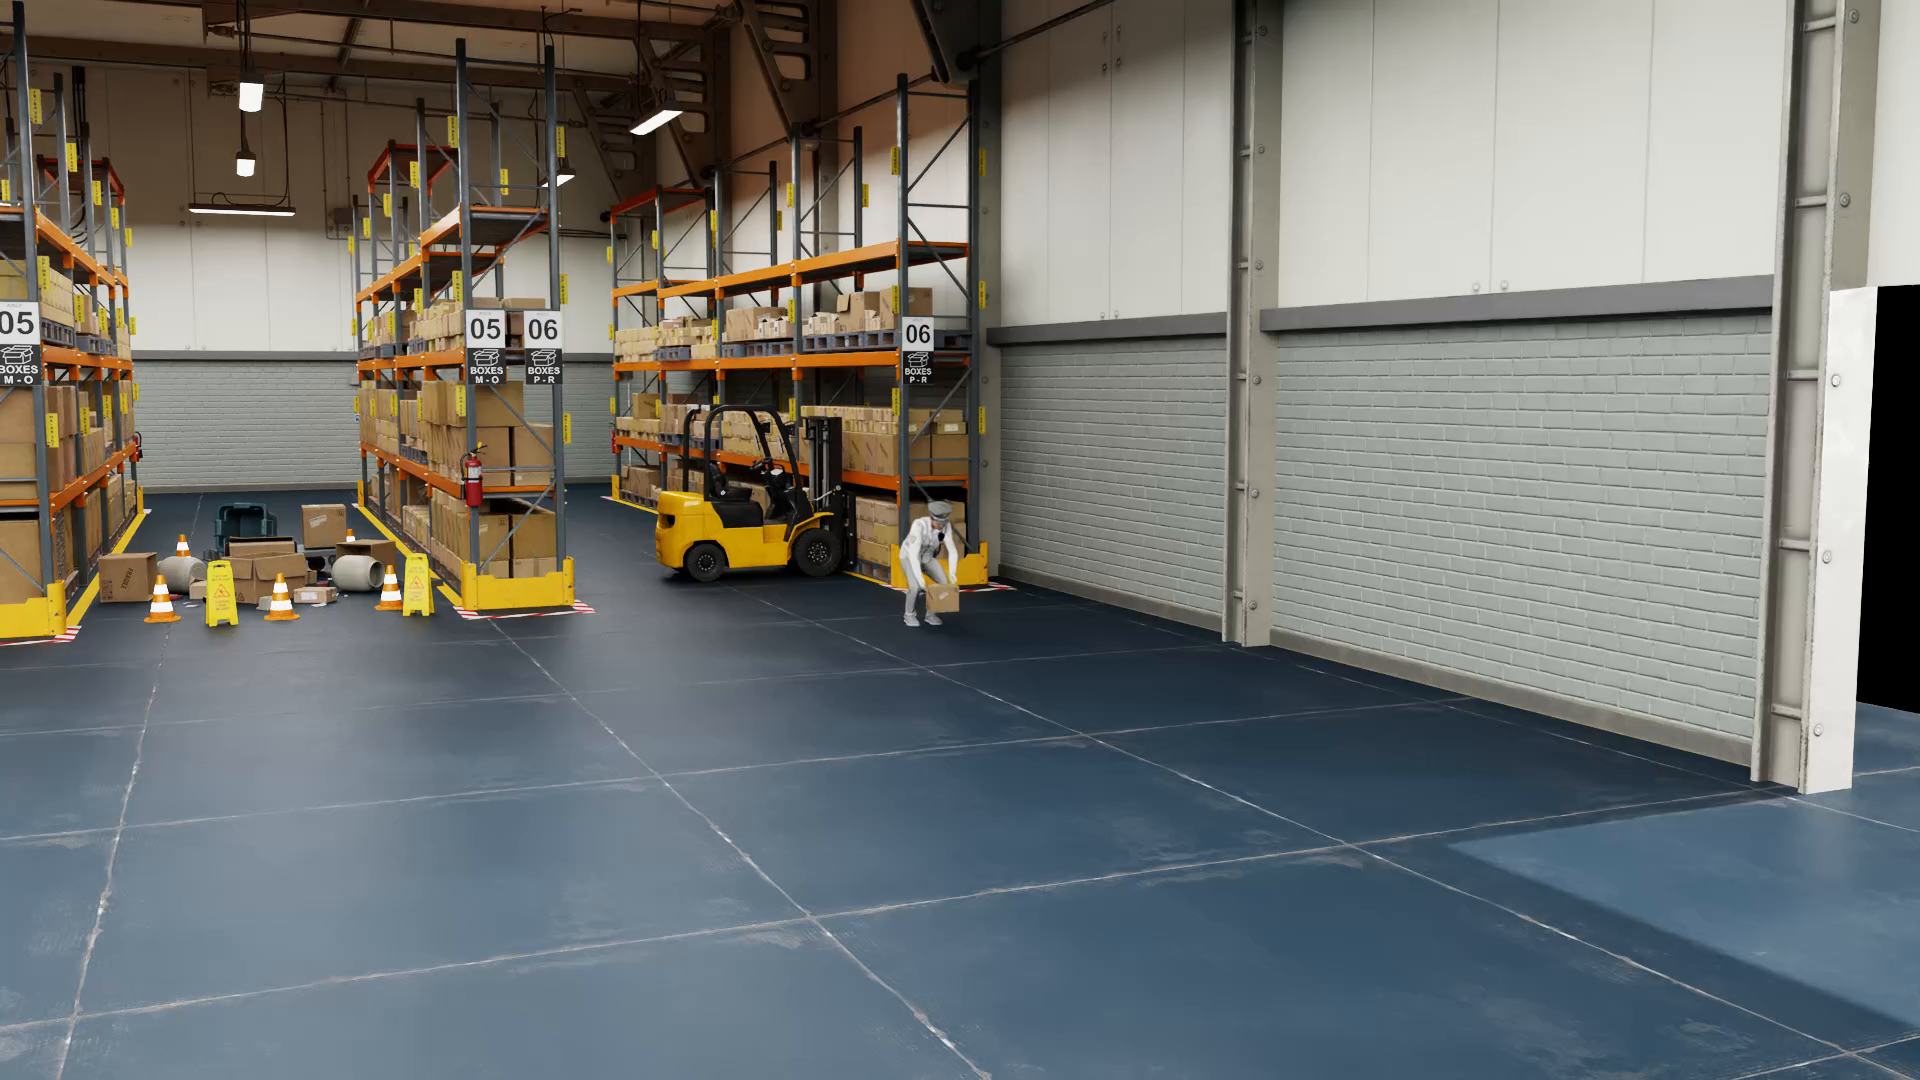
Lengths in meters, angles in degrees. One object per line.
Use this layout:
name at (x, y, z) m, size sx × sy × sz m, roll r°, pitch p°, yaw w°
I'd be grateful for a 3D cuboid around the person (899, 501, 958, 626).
person at (-0.306, 0.232, 16.704) m, size 0.532 × 1.266 × 0.761 m, roll -2°, pitch 6°, yaw -24°
